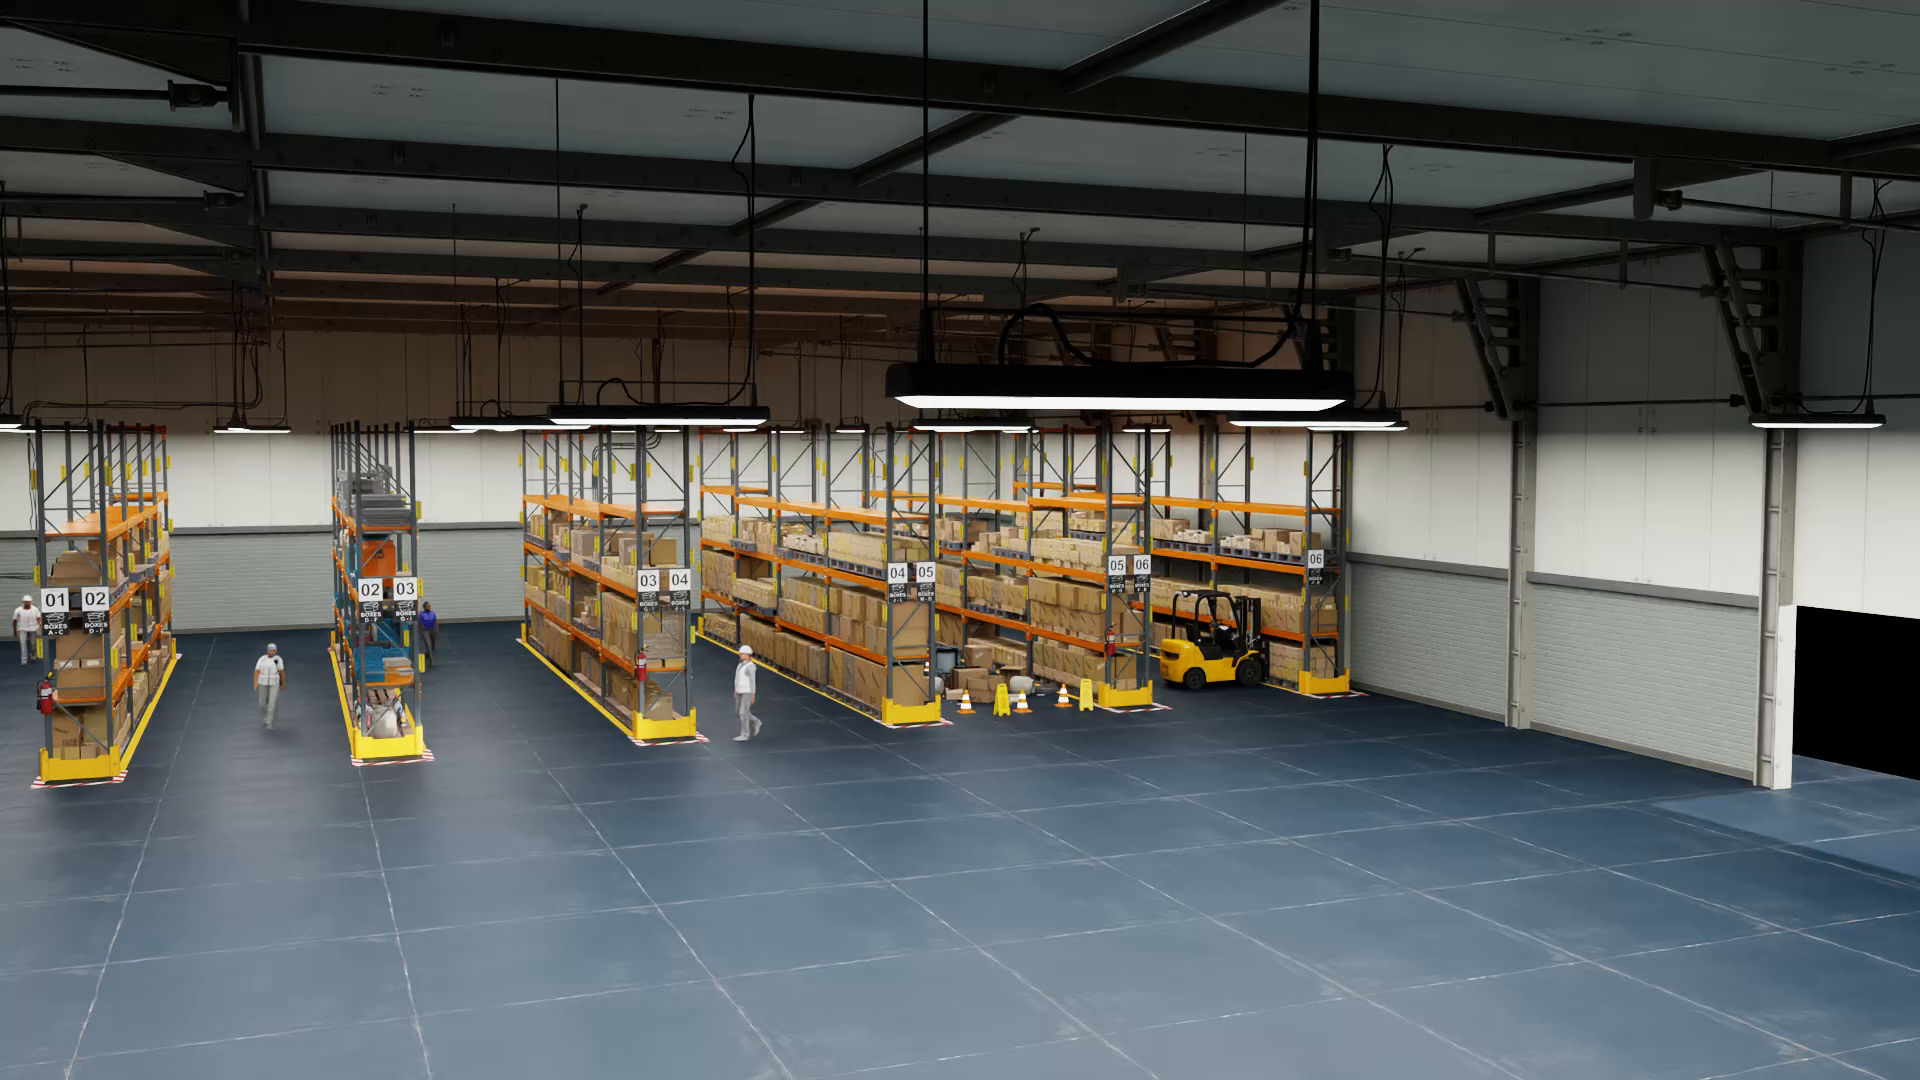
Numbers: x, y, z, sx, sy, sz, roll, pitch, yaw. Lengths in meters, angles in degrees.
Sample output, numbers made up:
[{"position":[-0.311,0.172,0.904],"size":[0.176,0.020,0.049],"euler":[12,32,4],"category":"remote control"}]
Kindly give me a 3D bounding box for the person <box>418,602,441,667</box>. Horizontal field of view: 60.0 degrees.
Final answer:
[{"position":[-13.222,2.323,41.429],"size":[0.558,1.596,1.039],"euler":[-3,4,-36],"category":"person"}]

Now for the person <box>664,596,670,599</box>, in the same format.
[{"position":[-8.565,1.806,48.665],"size":[0.529,1.732,1.121],"euler":[0,4,7],"category":"person"}]

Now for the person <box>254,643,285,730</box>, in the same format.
[{"position":[-13.616,2.868,32.789],"size":[0.560,1.655,0.768],"euler":[-1,4,-21],"category":"person"}]

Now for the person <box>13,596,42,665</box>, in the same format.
[{"position":[-23.393,2.246,41.739],"size":[0.684,1.710,1.081],"euler":[-2,4,-24],"category":"person"}]

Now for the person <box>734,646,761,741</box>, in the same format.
[{"position":[-4.010,2.872,31.392],"size":[0.680,1.771,0.528],"euler":[-2,4,-30],"category":"person"}]
